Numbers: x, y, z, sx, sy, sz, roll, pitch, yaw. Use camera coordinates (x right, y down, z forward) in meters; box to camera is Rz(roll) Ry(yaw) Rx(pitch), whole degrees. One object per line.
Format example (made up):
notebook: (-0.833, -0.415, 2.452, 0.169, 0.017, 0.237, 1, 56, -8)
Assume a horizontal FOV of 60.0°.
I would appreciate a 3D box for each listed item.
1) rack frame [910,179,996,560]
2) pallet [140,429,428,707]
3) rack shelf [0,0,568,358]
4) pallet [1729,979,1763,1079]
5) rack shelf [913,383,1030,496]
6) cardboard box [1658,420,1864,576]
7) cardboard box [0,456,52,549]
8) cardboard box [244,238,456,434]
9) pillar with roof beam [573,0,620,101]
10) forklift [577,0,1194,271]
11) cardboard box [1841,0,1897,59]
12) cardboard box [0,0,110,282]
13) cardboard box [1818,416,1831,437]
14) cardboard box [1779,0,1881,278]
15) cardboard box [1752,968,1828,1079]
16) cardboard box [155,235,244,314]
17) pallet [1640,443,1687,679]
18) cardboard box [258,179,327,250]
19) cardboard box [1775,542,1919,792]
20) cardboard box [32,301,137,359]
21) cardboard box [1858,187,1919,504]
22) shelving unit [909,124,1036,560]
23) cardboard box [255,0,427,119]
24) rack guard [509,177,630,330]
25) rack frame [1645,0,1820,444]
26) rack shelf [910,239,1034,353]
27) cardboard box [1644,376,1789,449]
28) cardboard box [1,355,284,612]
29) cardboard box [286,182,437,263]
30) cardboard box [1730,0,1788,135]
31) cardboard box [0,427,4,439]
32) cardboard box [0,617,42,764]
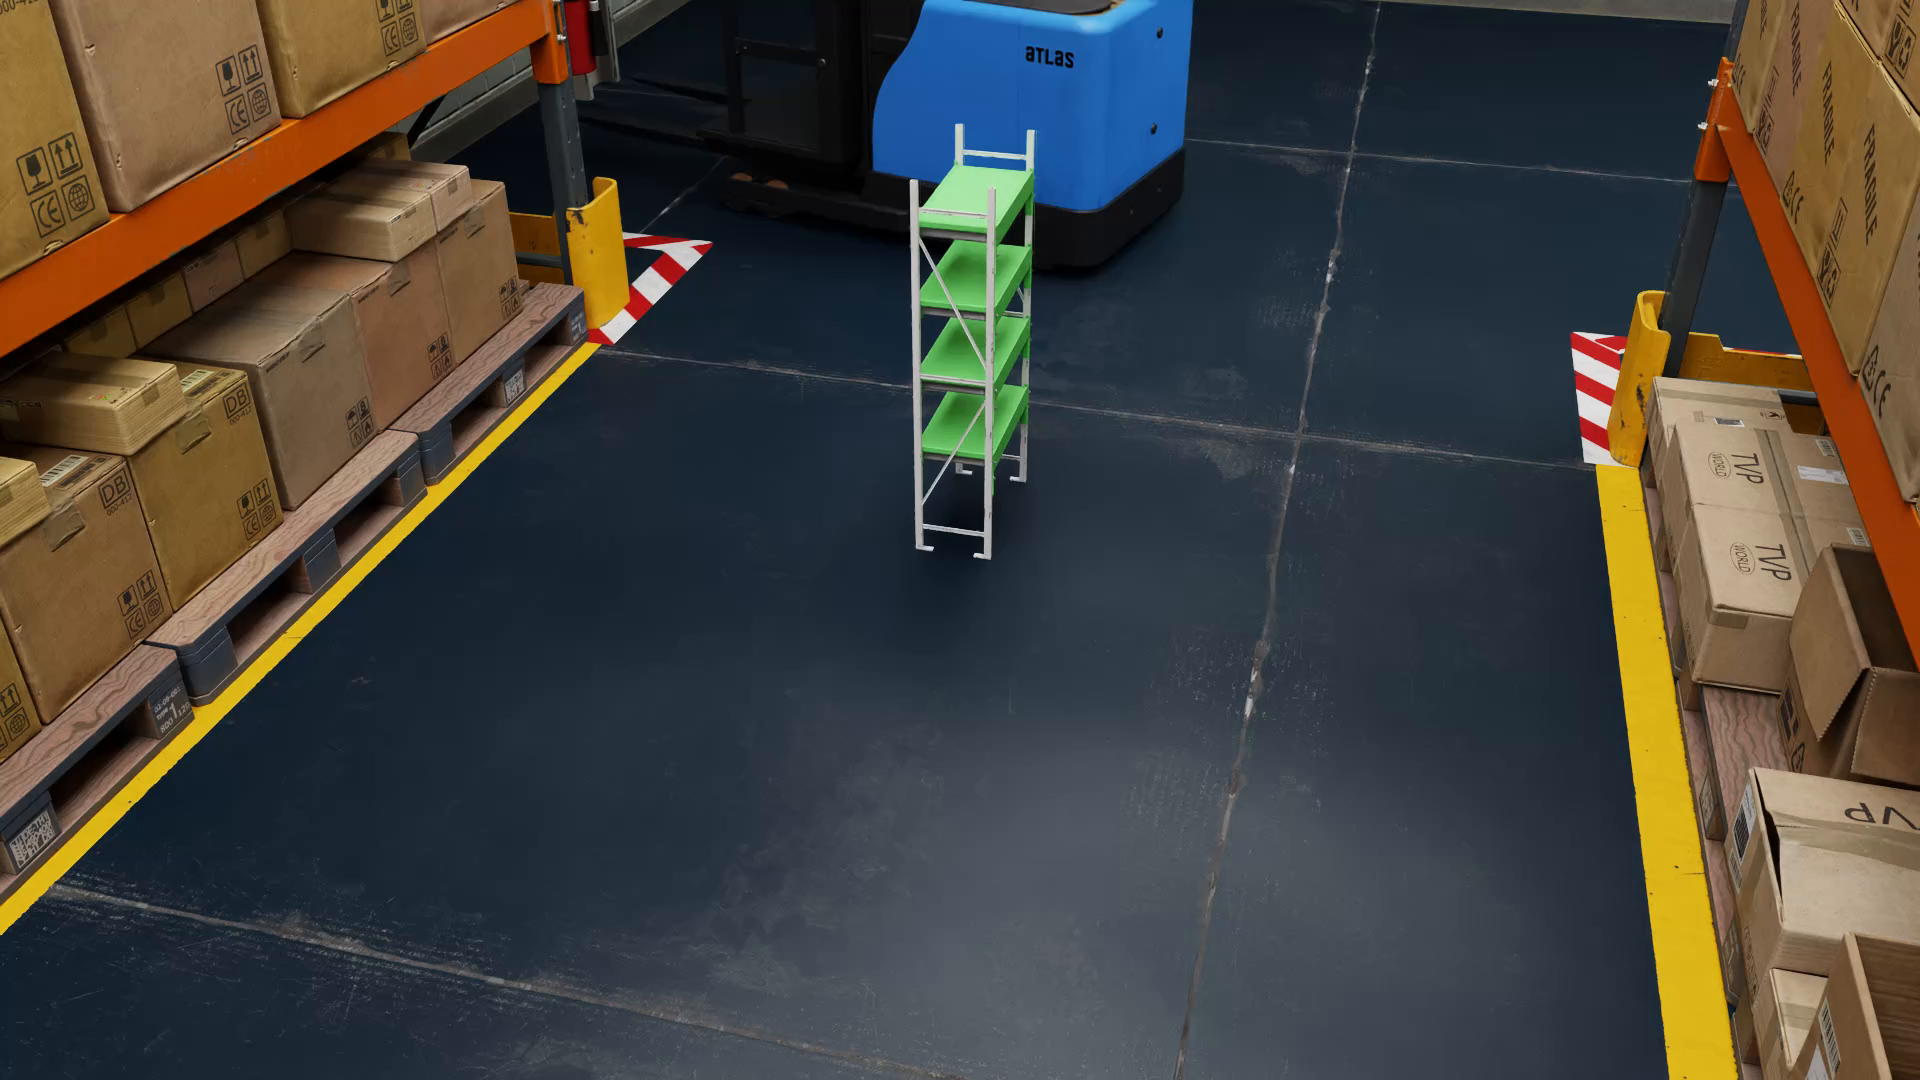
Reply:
rack frame: (-0.020, -0.466, 4.864, 0.240, 1.200, 0.015, 8, 33, 12)
pallet: (-2.386, -0.010, 5.068, 1.003, 0.211, 1.213, 8, 33, 12)
rack shelf: (-2.454, -0.902, 4.543, 1.077, 0.370, 4.000, 8, 33, 12)
pallet: (2.006, 1.326, 2.968, 1.003, 0.211, 1.213, 8, 33, 12)
rack shelf: (0.042, -0.336, 5.226, 0.258, 0.148, 0.480, 8, 33, 12)
cardboard box: (2.306, -0.093, 4.753, 0.500, 0.250, 0.500, 8, 33, 12)
cardboard box: (-2.410, -0.090, 3.930, 0.380, 0.149, 0.250, 9, 34, 14)
cardboard box: (-2.155, -0.729, 5.539, 0.700, 0.500, 0.500, 8, 33, 12)
pillar with roof beam: (2.066, -5.707, 5.840, 9.100, 9.000, 0.400, 8, 33, 12)
forklift: (-0.524, -2.926, 7.120, 3.031, 2.935, 1.130, 16, 36, 24)
cardboard box: (2.221, -1.309, 3.488, 0.500, 0.500, 0.500, 8, 33, 13)
cardboard box: (-2.618, -0.951, 3.671, 0.980, 0.700, 0.700, 7, 33, 11)
cardboard box: (2.946, -0.386, 4.980, 0.500, 0.500, 0.500, 8, 33, 12)
cardboard box: (2.222, -0.890, 3.761, 0.500, 0.500, 0.500, 8, 33, 12)
cardboard box: (1.738, 0.986, 3.151, 0.380, 0.149, 0.250, 8, 33, 12)
cardboard box: (-2.445, -0.829, 5.093, 0.380, 0.149, 0.250, 8, 33, 13)
pallet: (2.625, 0.060, 4.960, 1.003, 0.211, 1.213, 8, 33, 12)
cardboard box: (-2.317, -1.091, 5.505, 0.380, 0.149, 0.250, 8, 33, 12)
cardboard box: (2.302, 0.397, 3.746, 0.797, 0.503, 0.637, 8, 33, 12)
cardboard box: (-2.574, -0.565, 4.677, 0.380, 0.149, 0.250, 7, 33, 12)
cardboard box: (1.967, -0.366, 2.936, 0.500, 0.500, 0.500, 9, 33, 13)
shelving unit: (0.042, -0.592, 5.063, 0.258, 1.200, 0.503, 8, 33, 12)
cardboard box: (-2.240, -1.725, 4.887, 0.980, 0.700, 0.700, 8, 33, 12)
rack guard: (-1.941, -1.201, 6.673, 1.175, 0.500, 0.348, 8, 33, 12)
rack frame: (2.846, -1.571, 4.924, 1.000, 3.000, 0.127, 8, 33, 12)
rack shelf: (0.042, -0.741, 4.969, 0.258, 0.148, 0.480, 8, 33, 12)
cardboard box: (2.407, -0.383, 5.303, 0.380, 0.149, 0.250, 8, 33, 12)
cardboard box: (-2.410, -0.190, 4.692, 0.700, 0.500, 0.500, 9, 33, 14)
cardboard box: (-1.948, -1.038, 5.421, 0.380, 0.149, 0.250, 9, 34, 14)
cardboard box: (2.478, -1.418, 4.592, 0.500, 0.500, 0.500, 9, 33, 13)
cardboard box: (-2.704, -0.300, 4.260, 0.380, 0.149, 0.250, 7, 33, 11)
cardboard box: (-2.673, 0.336, 3.864, 0.700, 0.500, 0.500, 8, 33, 13)
